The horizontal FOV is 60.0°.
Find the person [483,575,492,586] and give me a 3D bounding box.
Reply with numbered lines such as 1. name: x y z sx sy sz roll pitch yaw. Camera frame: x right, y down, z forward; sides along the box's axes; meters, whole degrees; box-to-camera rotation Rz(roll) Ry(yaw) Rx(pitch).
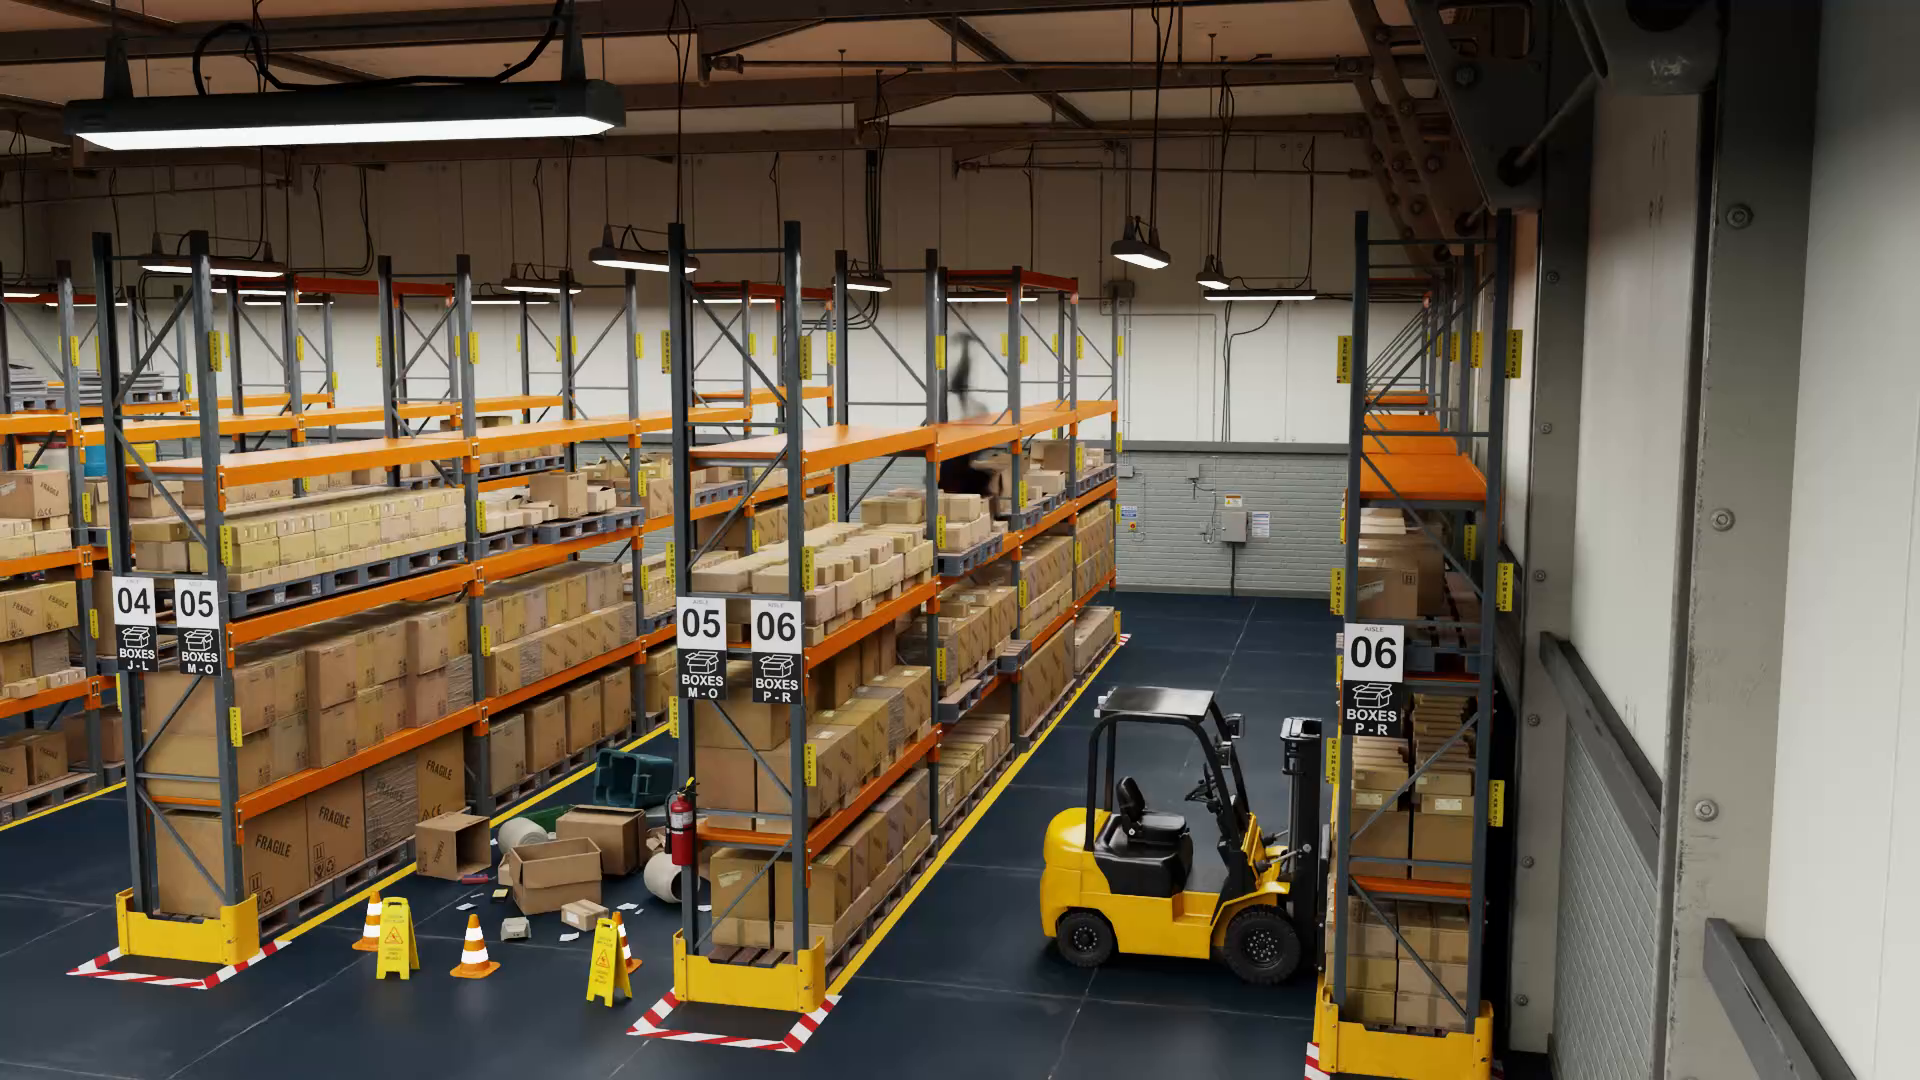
1. person: -7.056 1.265 24.820 0.667 1.786 0.956 1 7 10
